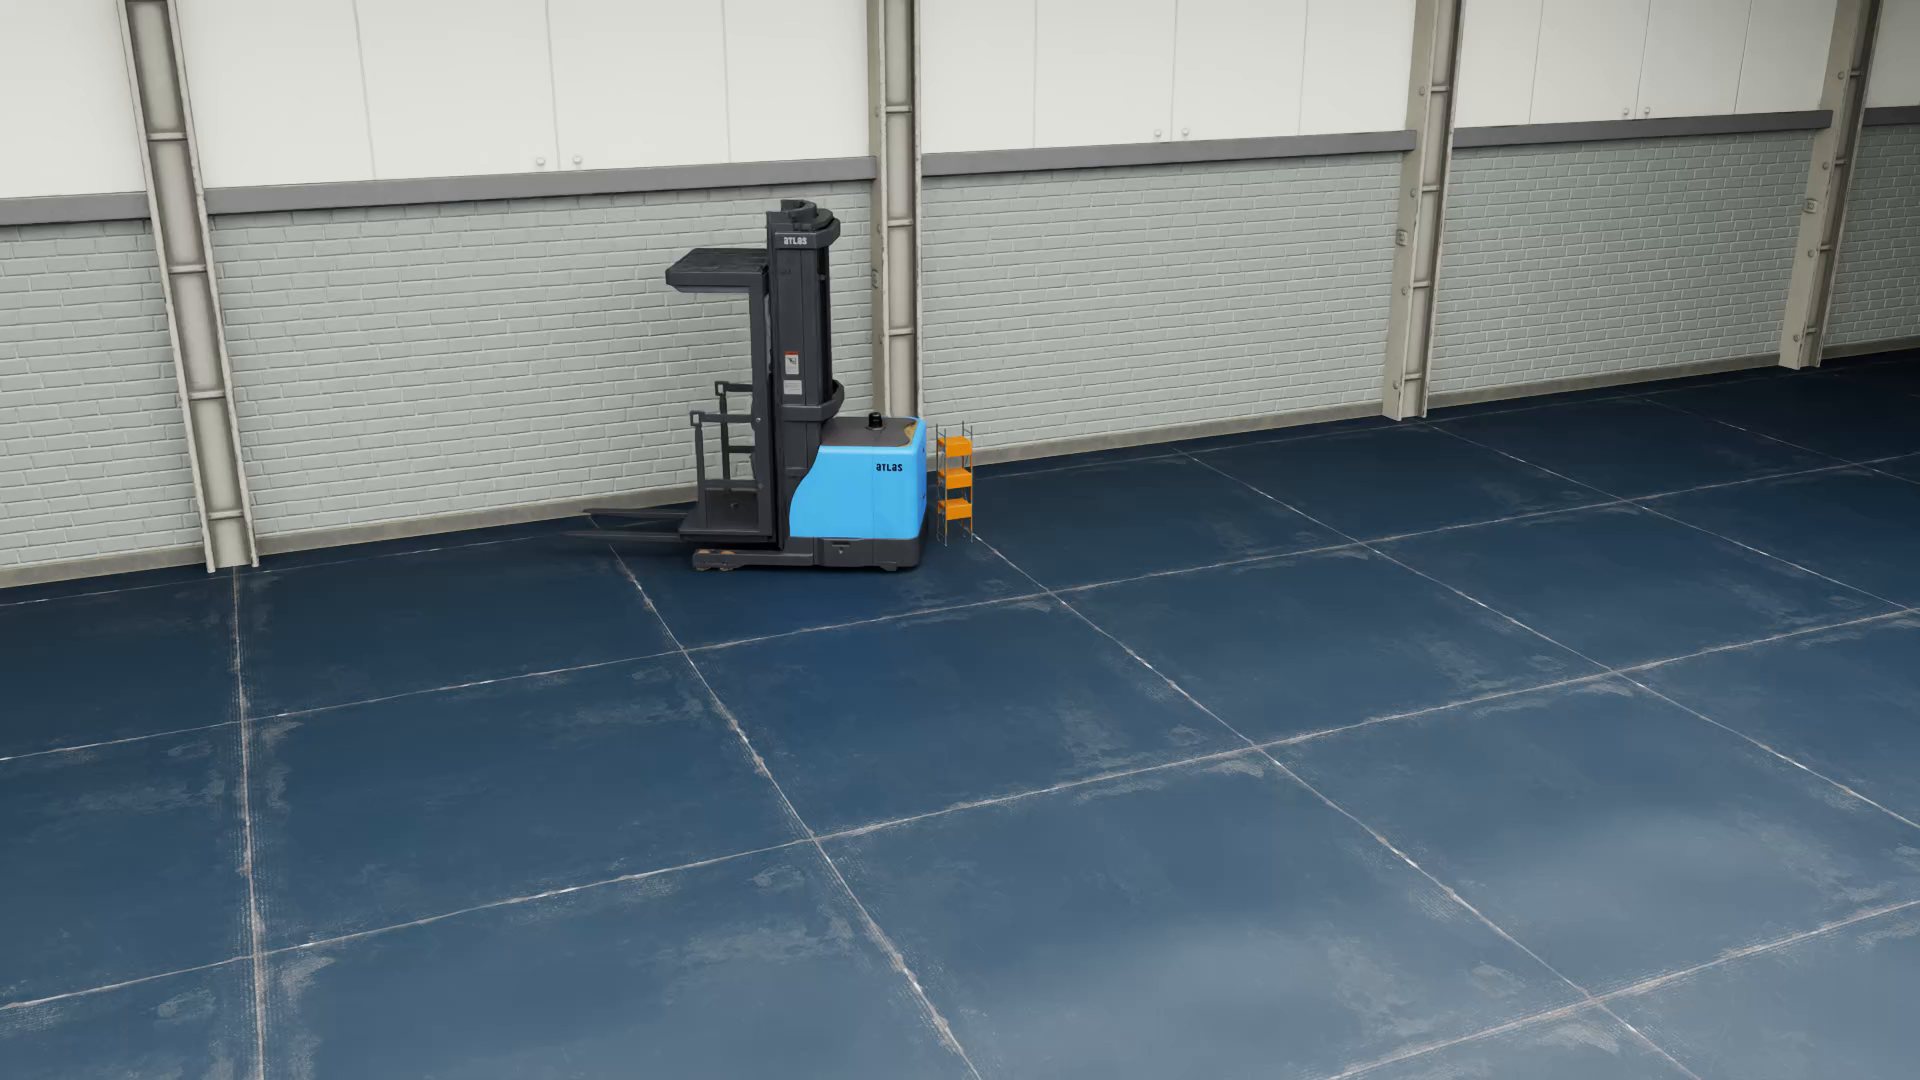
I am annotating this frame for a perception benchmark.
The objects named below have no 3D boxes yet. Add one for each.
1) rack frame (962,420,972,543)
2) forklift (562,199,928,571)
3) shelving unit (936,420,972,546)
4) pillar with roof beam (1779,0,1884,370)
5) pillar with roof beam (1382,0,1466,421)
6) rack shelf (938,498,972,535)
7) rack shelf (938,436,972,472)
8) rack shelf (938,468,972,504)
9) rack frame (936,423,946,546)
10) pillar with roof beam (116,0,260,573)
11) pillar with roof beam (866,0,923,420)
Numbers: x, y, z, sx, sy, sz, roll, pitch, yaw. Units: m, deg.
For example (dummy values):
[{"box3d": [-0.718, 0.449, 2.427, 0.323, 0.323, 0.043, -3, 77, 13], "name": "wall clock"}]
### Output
[{"box3d": [0.063, -0.504, 14.373, 0.008, 1.050, 0.200, -8, 21, -22], "name": "rack frame"}, {"box3d": [-1.816, -1.297, 13.794, 3.031, 2.935, 1.130, 1, 19, 4], "name": "forklift"}, {"box3d": [-0.049, -0.488, 14.328, 0.252, 1.050, 0.215, -8, 21, -22], "name": "shelving unit"}, {"box3d": [12.132, -5.102, 15.464, 0.400, 9.000, 9.100, -8, 21, -22], "name": "pillar with roof beam"}, {"box3d": [6.622, -4.313, 13.222, 0.400, 9.000, 9.100, -8, 21, -22], "name": "pillar with roof beam"}, {"box3d": [-0.049, -0.216, 14.423, 0.240, 0.259, 0.215, -8, 21, -22], "name": "rack shelf"}, {"box3d": [-0.049, -0.746, 14.237, 0.240, 0.259, 0.215, -8, 21, -22], "name": "rack shelf"}, {"box3d": [-0.049, -0.478, 14.331, 0.240, 0.259, 0.215, -8, 21, -22], "name": "rack shelf"}, {"box3d": [-0.161, -0.472, 14.282, 0.008, 1.050, 0.200, -8, 21, -22], "name": "rack frame"}, {"box3d": [-4.396, -2.734, 8.739, 0.400, 9.000, 9.100, -8, 21, -22], "name": "pillar with roof beam"}, {"box3d": [1.113, -3.524, 10.980, 0.400, 9.000, 9.100, -8, 21, -22], "name": "pillar with roof beam"}]
